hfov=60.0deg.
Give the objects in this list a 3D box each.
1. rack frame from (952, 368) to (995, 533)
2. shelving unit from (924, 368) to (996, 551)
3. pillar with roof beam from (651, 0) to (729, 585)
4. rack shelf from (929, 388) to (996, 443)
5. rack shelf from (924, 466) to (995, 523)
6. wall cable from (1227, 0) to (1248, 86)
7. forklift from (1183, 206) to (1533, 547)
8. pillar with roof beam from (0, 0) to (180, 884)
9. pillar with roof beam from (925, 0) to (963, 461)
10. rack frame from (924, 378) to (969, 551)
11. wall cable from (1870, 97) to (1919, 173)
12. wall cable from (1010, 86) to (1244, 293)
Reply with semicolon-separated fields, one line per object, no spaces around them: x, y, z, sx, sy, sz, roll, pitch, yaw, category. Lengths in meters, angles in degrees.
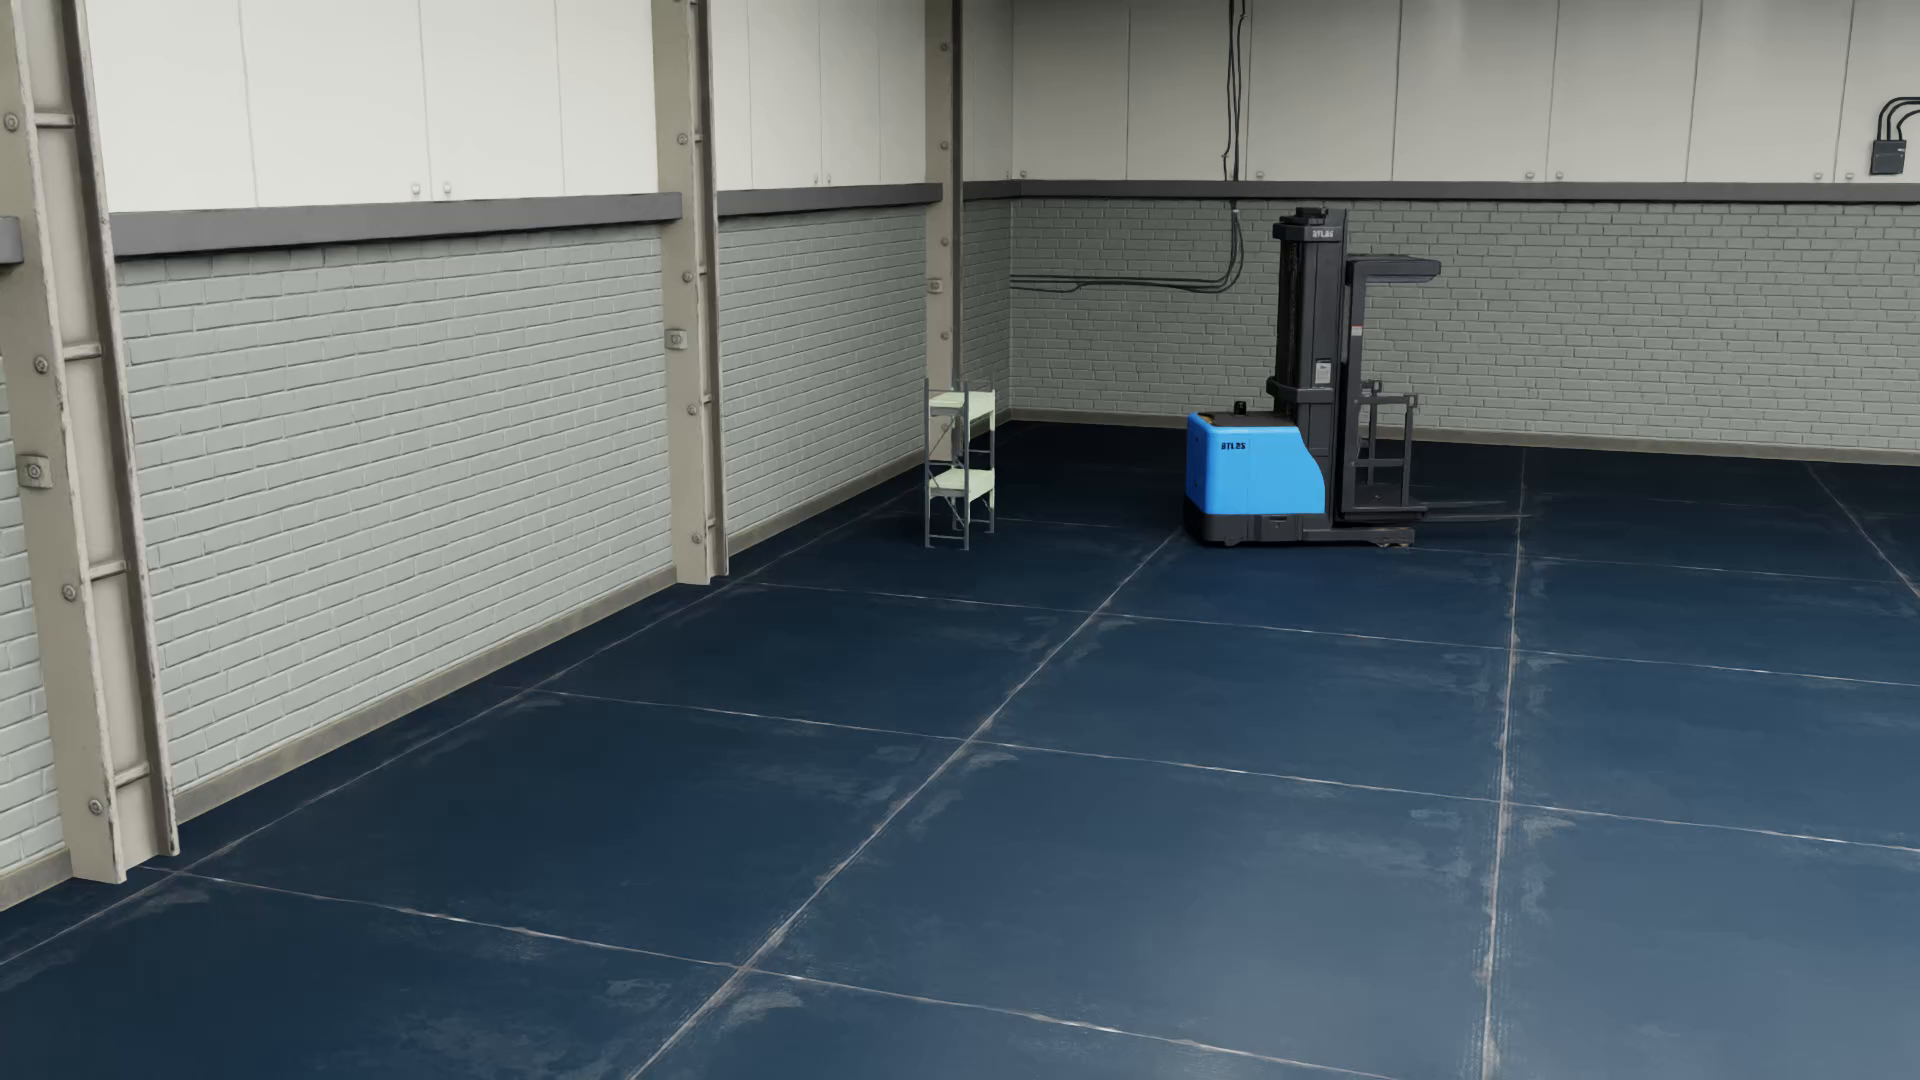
0.121;-0.810;15.165;0.400;1.500;0.023;4;14;18;rack frame
0.002;-0.733;14.827;0.431;1.500;0.755;4;14;18;shelving unit
1.955;-3.766;11.264;9.100;9.000;0.400;4;14;18;pillar with roof beam
0.002;-1.113;14.740;0.431;0.370;0.720;4;14;18;rack shelf
0.002;-0.415;14.900;0.431;0.370;0.720;4;14;18;rack shelf
4.587;-6.618;19.387;3.097;2.526;0.112;4;14;18;wall cable
3.622;-1.483;14.899;3.031;2.935;1.130;-1;13;-4;forklift
0.014;-2.502;5.729;9.100;9.000;0.400;4;14;18;pillar with roof beam
3.896;-5.029;16.799;9.100;9.000;0.400;4;14;18;pillar with roof beam
-0.116;-0.656;14.490;0.400;1.500;0.023;4;14;18;rack frame
11.005;-6.835;17.070;2.305;6.003;0.169;4;14;18;wall cable
2.027;-4.350;20.803;3.097;2.526;0.112;4;14;18;wall cable
